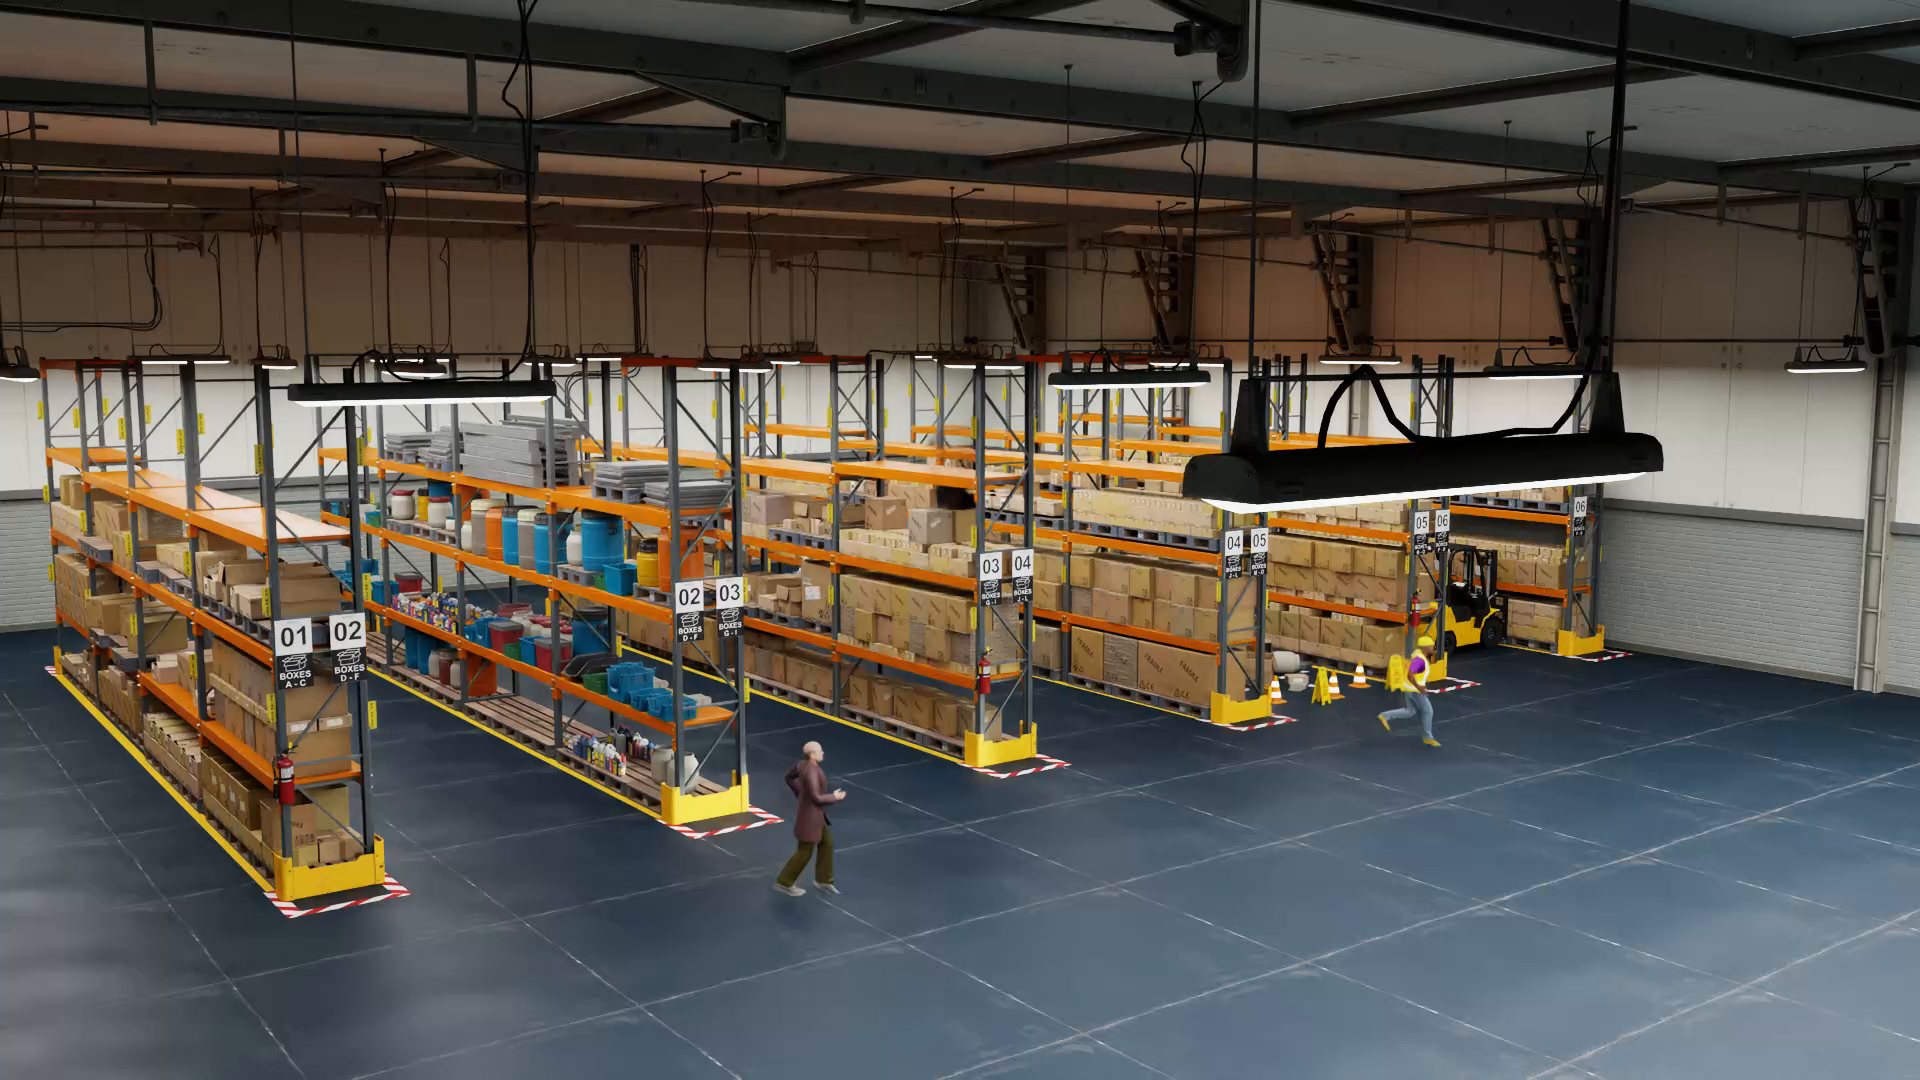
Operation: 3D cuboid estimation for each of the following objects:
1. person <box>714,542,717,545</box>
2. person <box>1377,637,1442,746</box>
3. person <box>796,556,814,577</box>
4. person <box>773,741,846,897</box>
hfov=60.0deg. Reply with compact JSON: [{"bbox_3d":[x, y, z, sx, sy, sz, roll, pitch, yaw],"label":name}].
[{"bbox_3d":[-5.670,0.836,38.943,0.683,1.641,0.755,-4,8,-27],"label":"person"},{"bbox_3d":[7.074,2.369,26.071,1.000,1.752,0.701,1,7,9],"label":"person"},{"bbox_3d":[-3.238,1.184,35.869,0.713,1.736,0.637,-5,9,-38],"label":"person"},{"bbox_3d":[-1.717,3.202,18.885,0.846,1.867,0.740,-1,7,-10],"label":"person"}]
